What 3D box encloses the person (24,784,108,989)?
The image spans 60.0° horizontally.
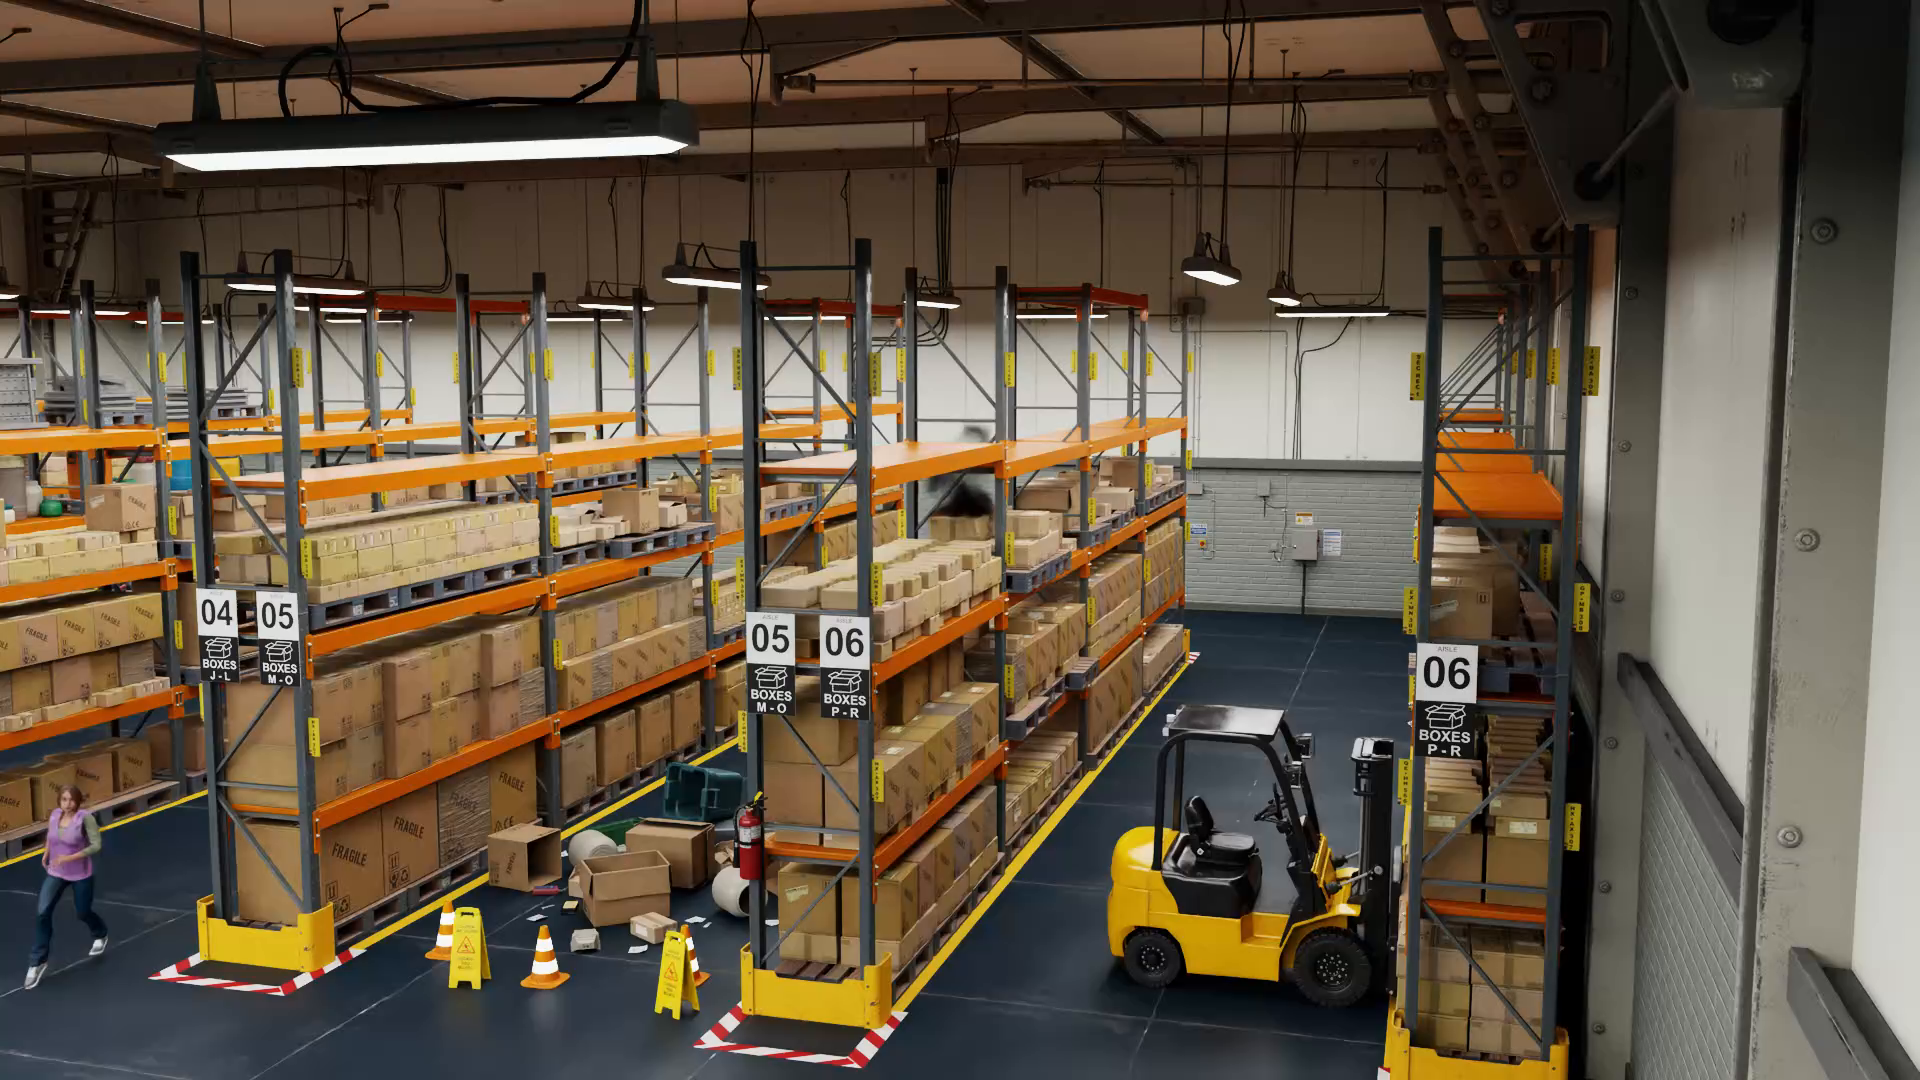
[{"bbox_3d":[-7.420,2.823,13.896,0.538,1.612,0.830,0,6,0],"label":"person"}]
